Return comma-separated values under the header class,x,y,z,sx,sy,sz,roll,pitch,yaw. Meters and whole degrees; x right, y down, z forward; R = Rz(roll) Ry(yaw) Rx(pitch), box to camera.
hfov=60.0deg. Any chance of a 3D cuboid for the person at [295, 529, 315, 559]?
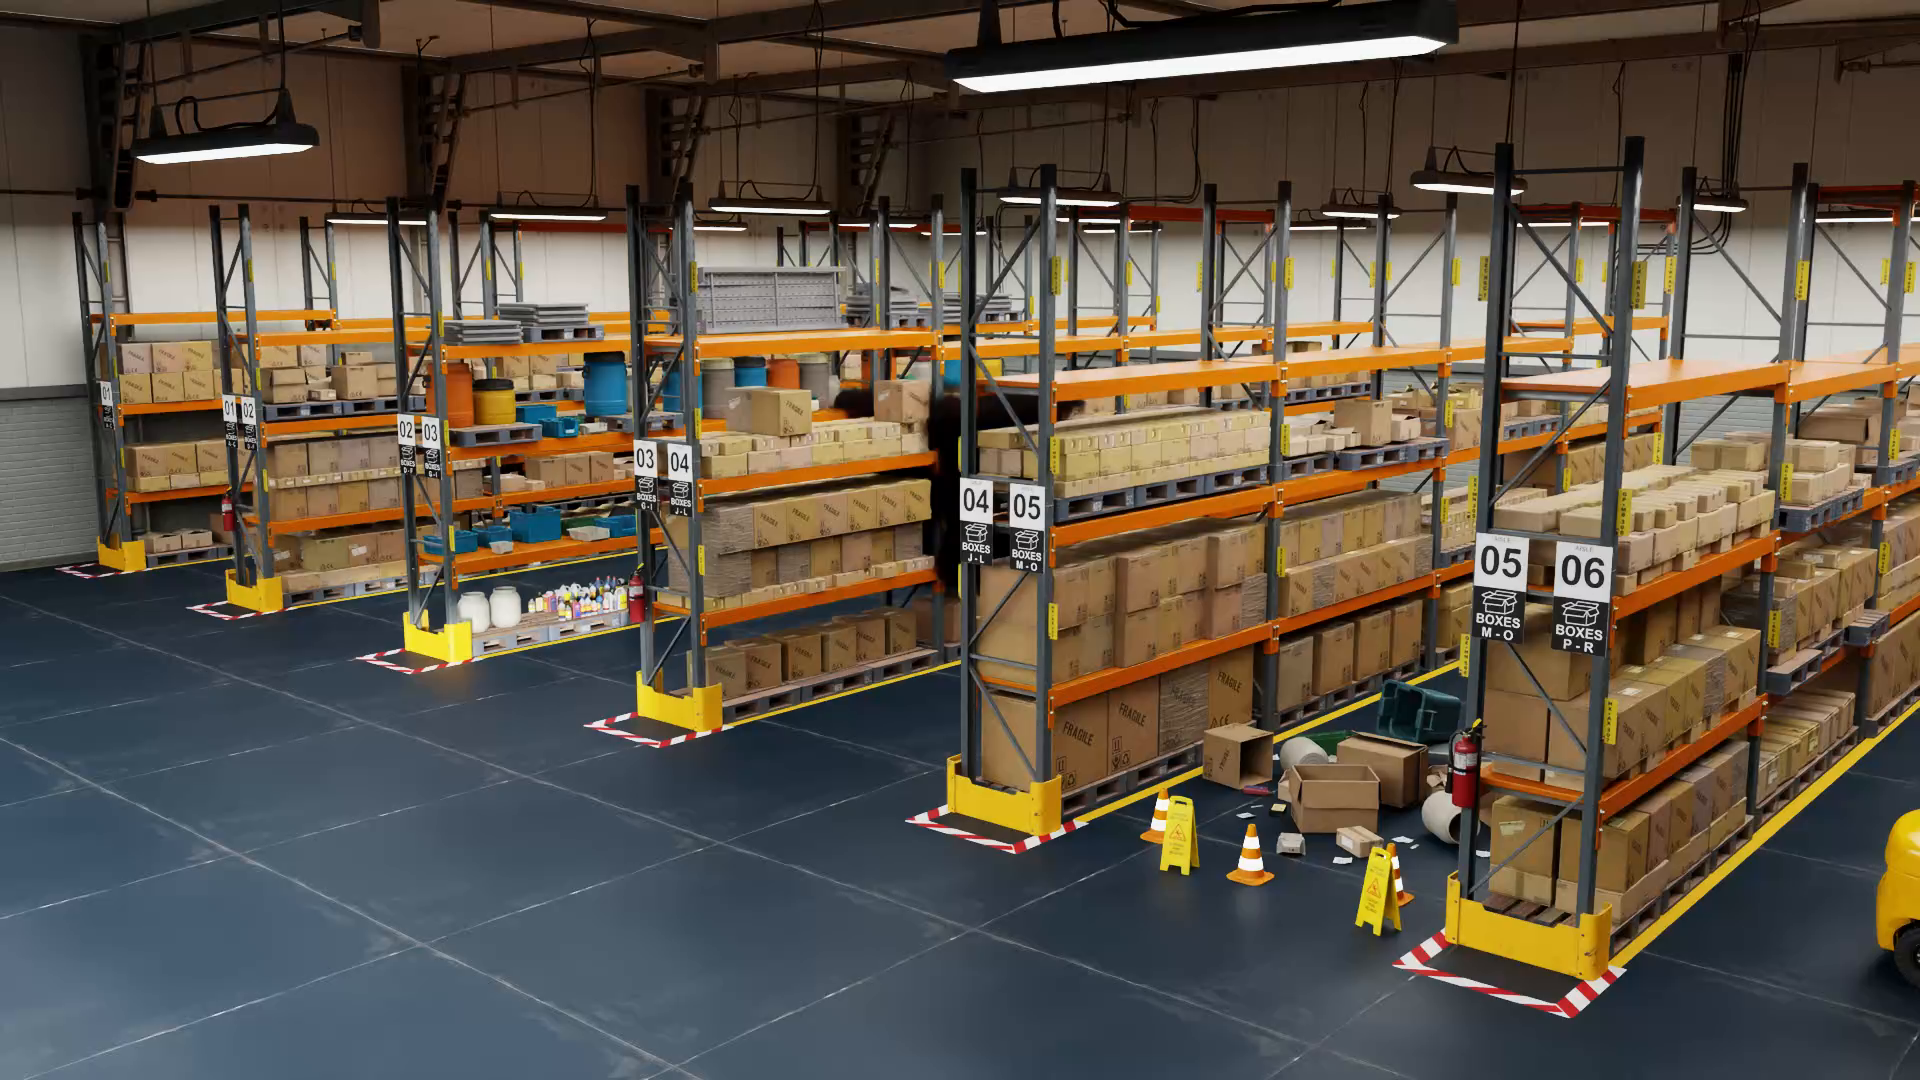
class,x,y,z,sx,sy,sz,roll,pitch,yaw
person,-11.515,-0.439,29.107,0.420,1.565,0.440,-3,10,-15
